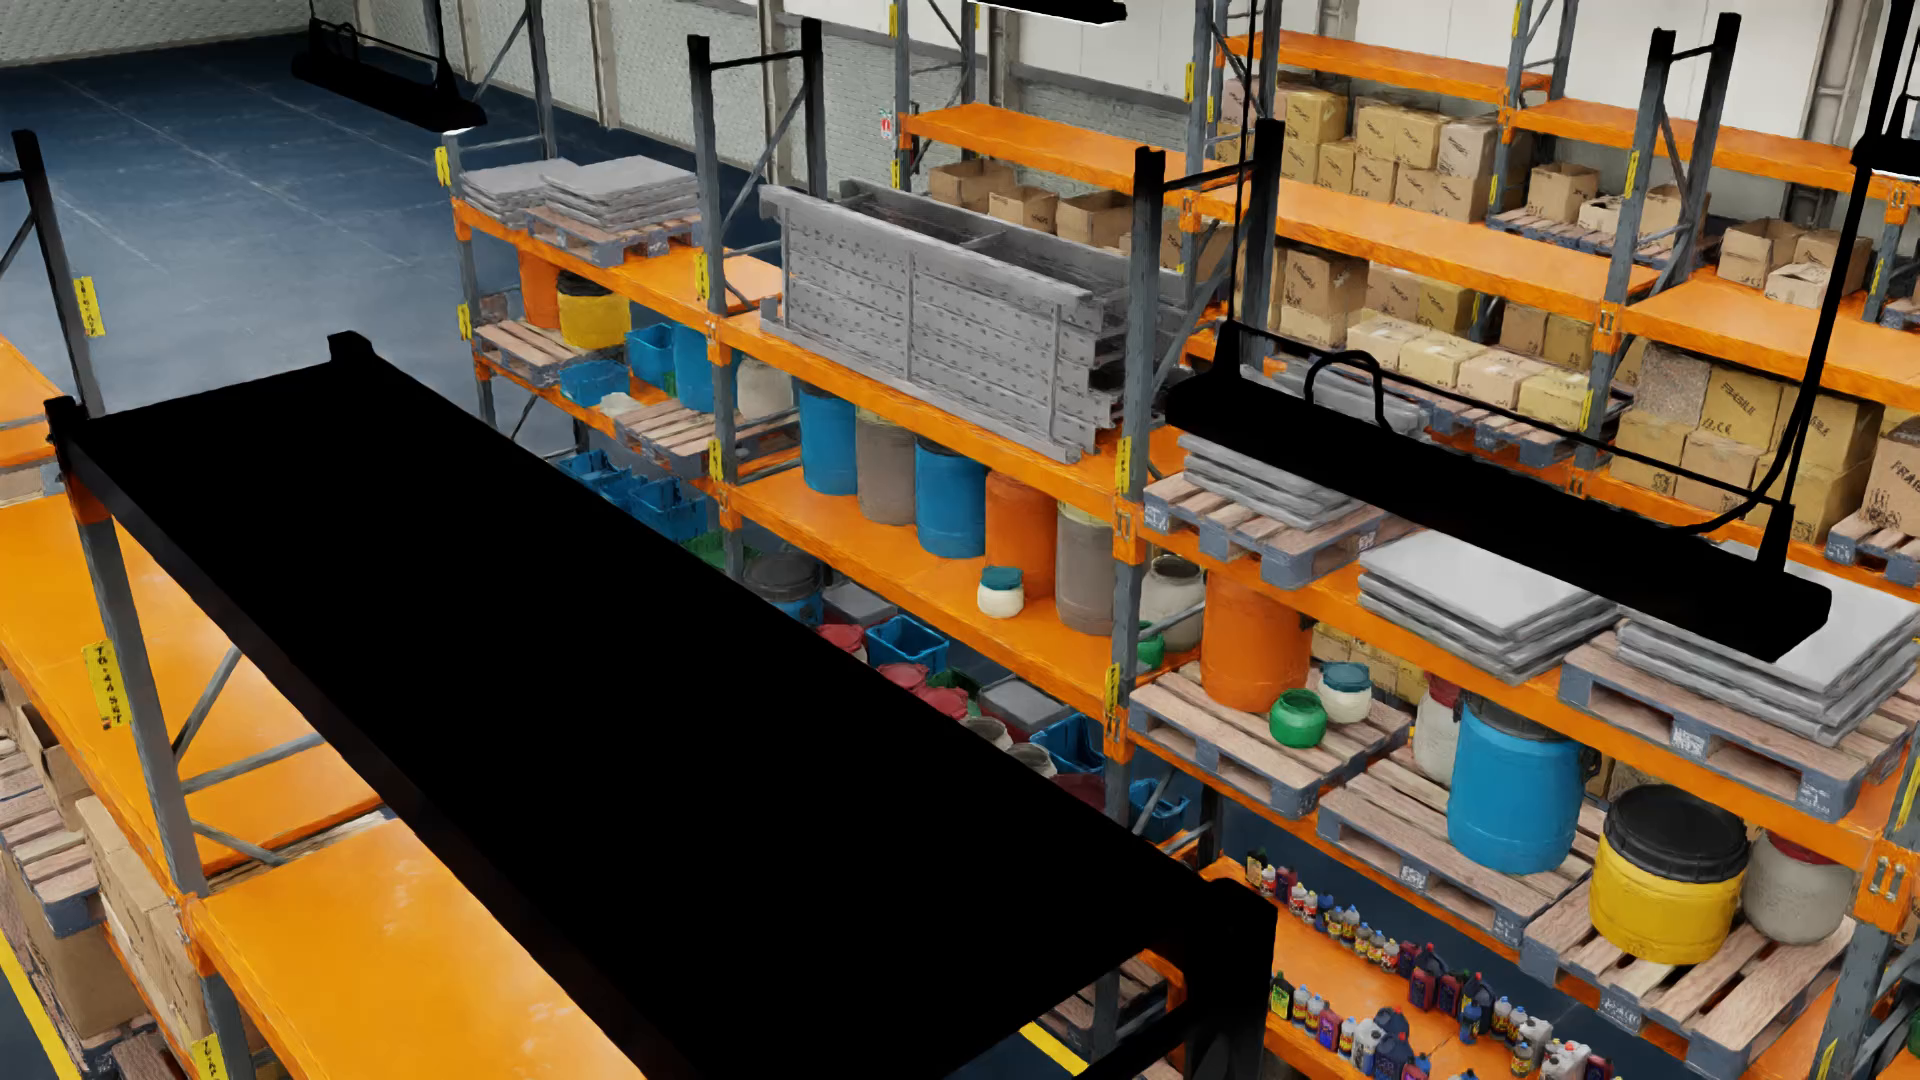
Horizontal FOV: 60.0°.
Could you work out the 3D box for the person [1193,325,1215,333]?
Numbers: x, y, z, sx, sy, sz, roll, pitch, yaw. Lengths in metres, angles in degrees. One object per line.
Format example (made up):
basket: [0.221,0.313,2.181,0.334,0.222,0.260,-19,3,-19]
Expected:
person: [2.954,-1.928,19.374,0.649,1.772,0.463,10,28,18]
